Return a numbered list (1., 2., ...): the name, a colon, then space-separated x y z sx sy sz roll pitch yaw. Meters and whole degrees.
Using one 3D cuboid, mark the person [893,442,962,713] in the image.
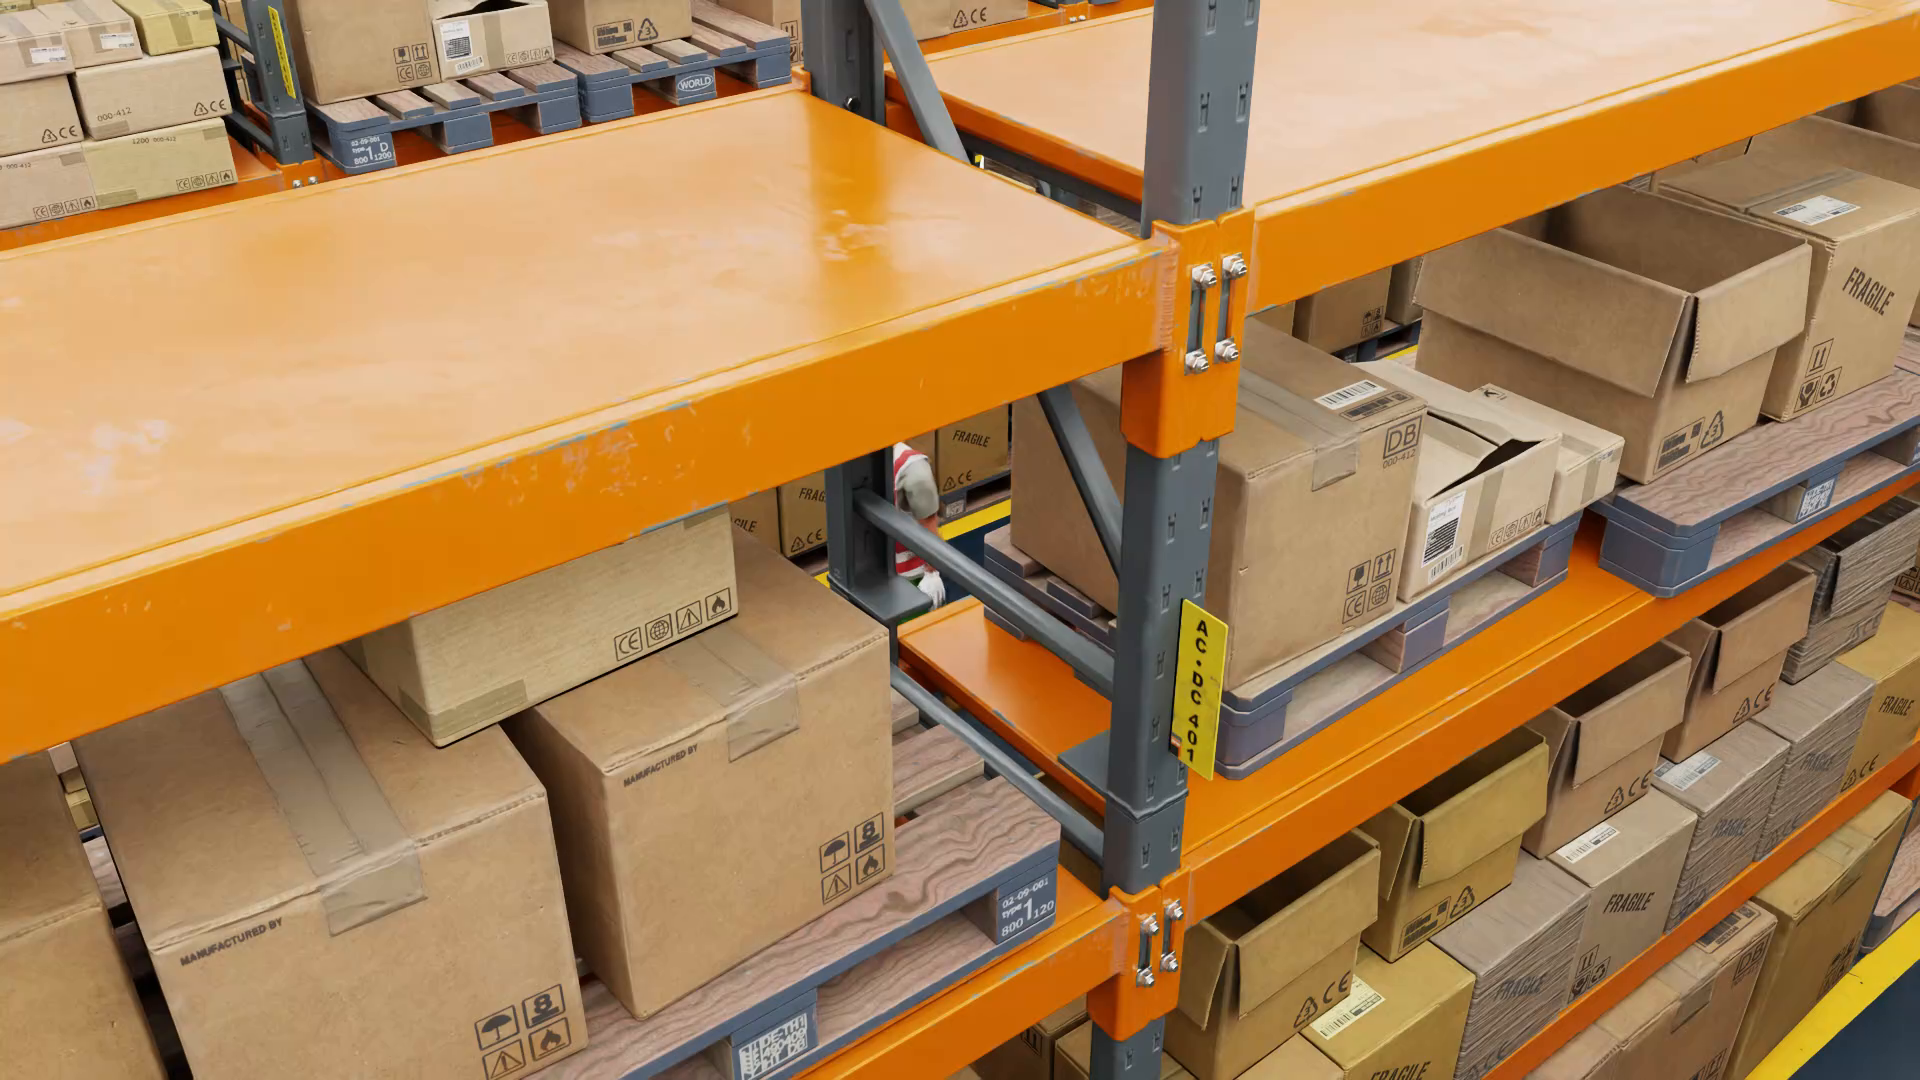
1. person: -0.271 0.096 7.580 0.584 1.783 0.527 25 40 35
